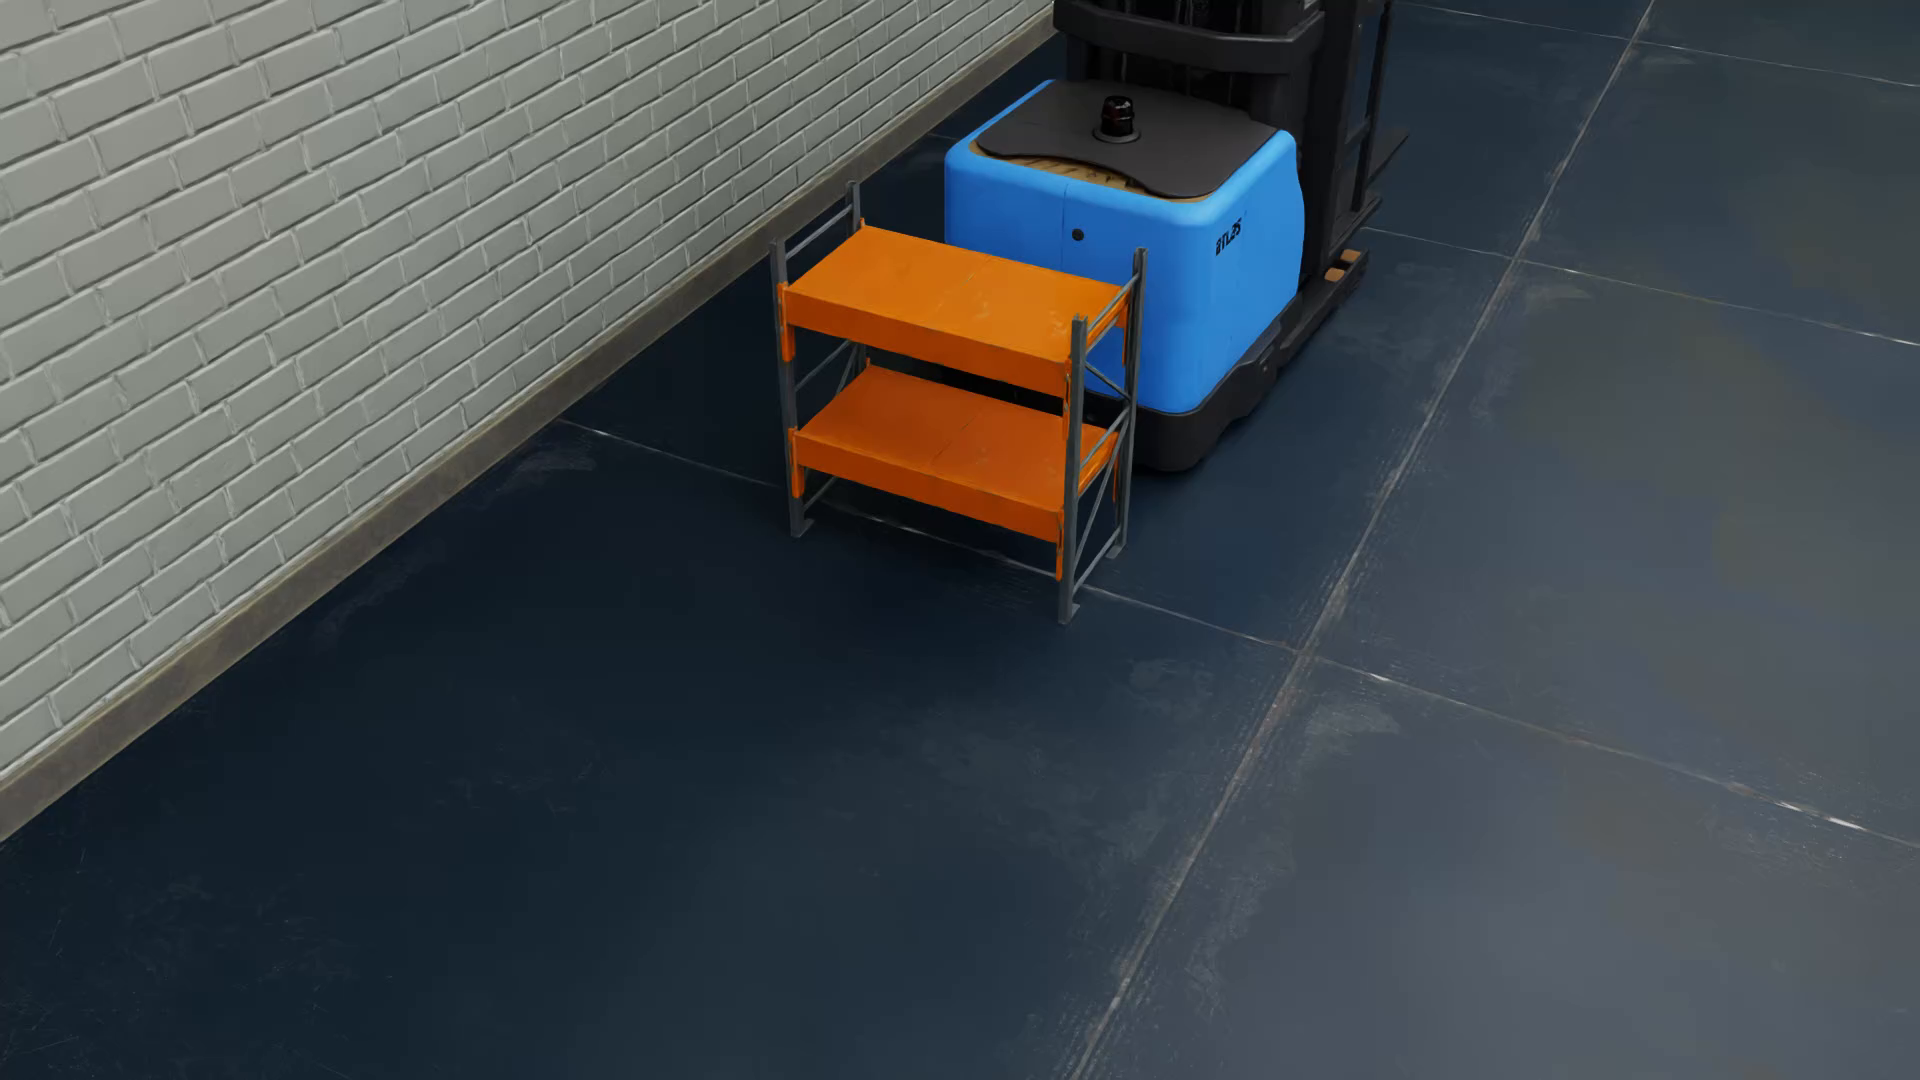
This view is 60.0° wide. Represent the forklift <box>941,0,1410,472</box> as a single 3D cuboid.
[{"bbox_3d":[1.107,-2.280,6.329,1.130,2.935,3.031,19,41,24],"label":"forklift"}]

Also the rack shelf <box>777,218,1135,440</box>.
[{"bbox_3d":[-0.006,-0.683,5.235,1.000,0.278,0.538,17,41,21],"label":"rack shelf"}]

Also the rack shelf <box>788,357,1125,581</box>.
[{"bbox_3d":[-0.006,-0.255,5.560,1.000,0.278,0.538,17,41,21],"label":"rack shelf"}]

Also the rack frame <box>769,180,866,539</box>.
[{"bbox_3d":[-0.457,-0.591,5.599,0.032,1.125,0.500,17,41,21],"label":"rack frame"}]

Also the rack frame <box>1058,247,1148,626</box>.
[{"bbox_3d":[0.445,-0.309,5.226,0.032,1.125,0.500,17,41,21],"label":"rack frame"}]

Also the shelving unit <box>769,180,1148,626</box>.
[{"bbox_3d":[-0.006,-0.450,5.412,1.048,1.125,0.538,17,41,21],"label":"shelving unit"}]
